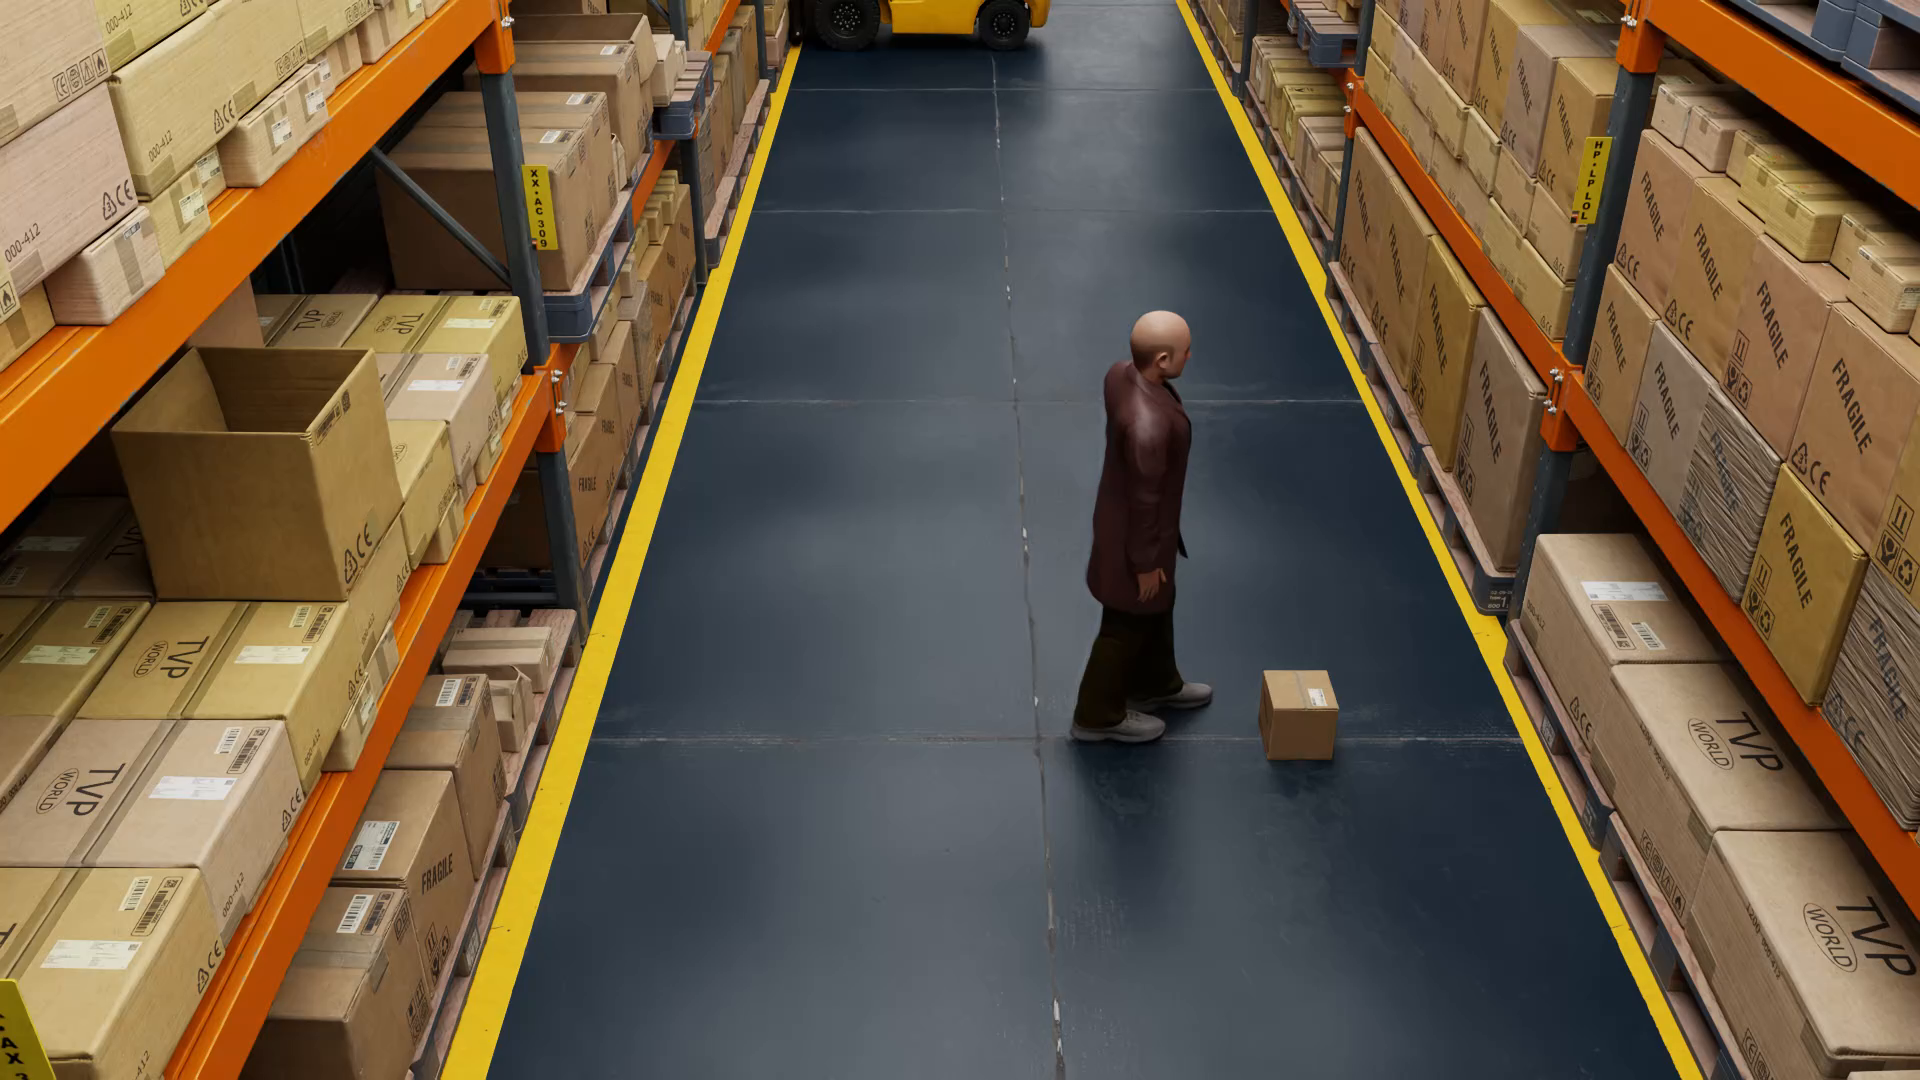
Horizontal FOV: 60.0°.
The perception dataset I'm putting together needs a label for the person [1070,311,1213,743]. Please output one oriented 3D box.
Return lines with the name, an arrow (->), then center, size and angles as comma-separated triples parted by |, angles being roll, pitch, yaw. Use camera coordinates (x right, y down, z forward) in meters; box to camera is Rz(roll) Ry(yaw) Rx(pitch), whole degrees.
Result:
person -> 0.732, -0.036, 6.181 | 0.612, 1.783, 0.609 | -2, 31, -3
